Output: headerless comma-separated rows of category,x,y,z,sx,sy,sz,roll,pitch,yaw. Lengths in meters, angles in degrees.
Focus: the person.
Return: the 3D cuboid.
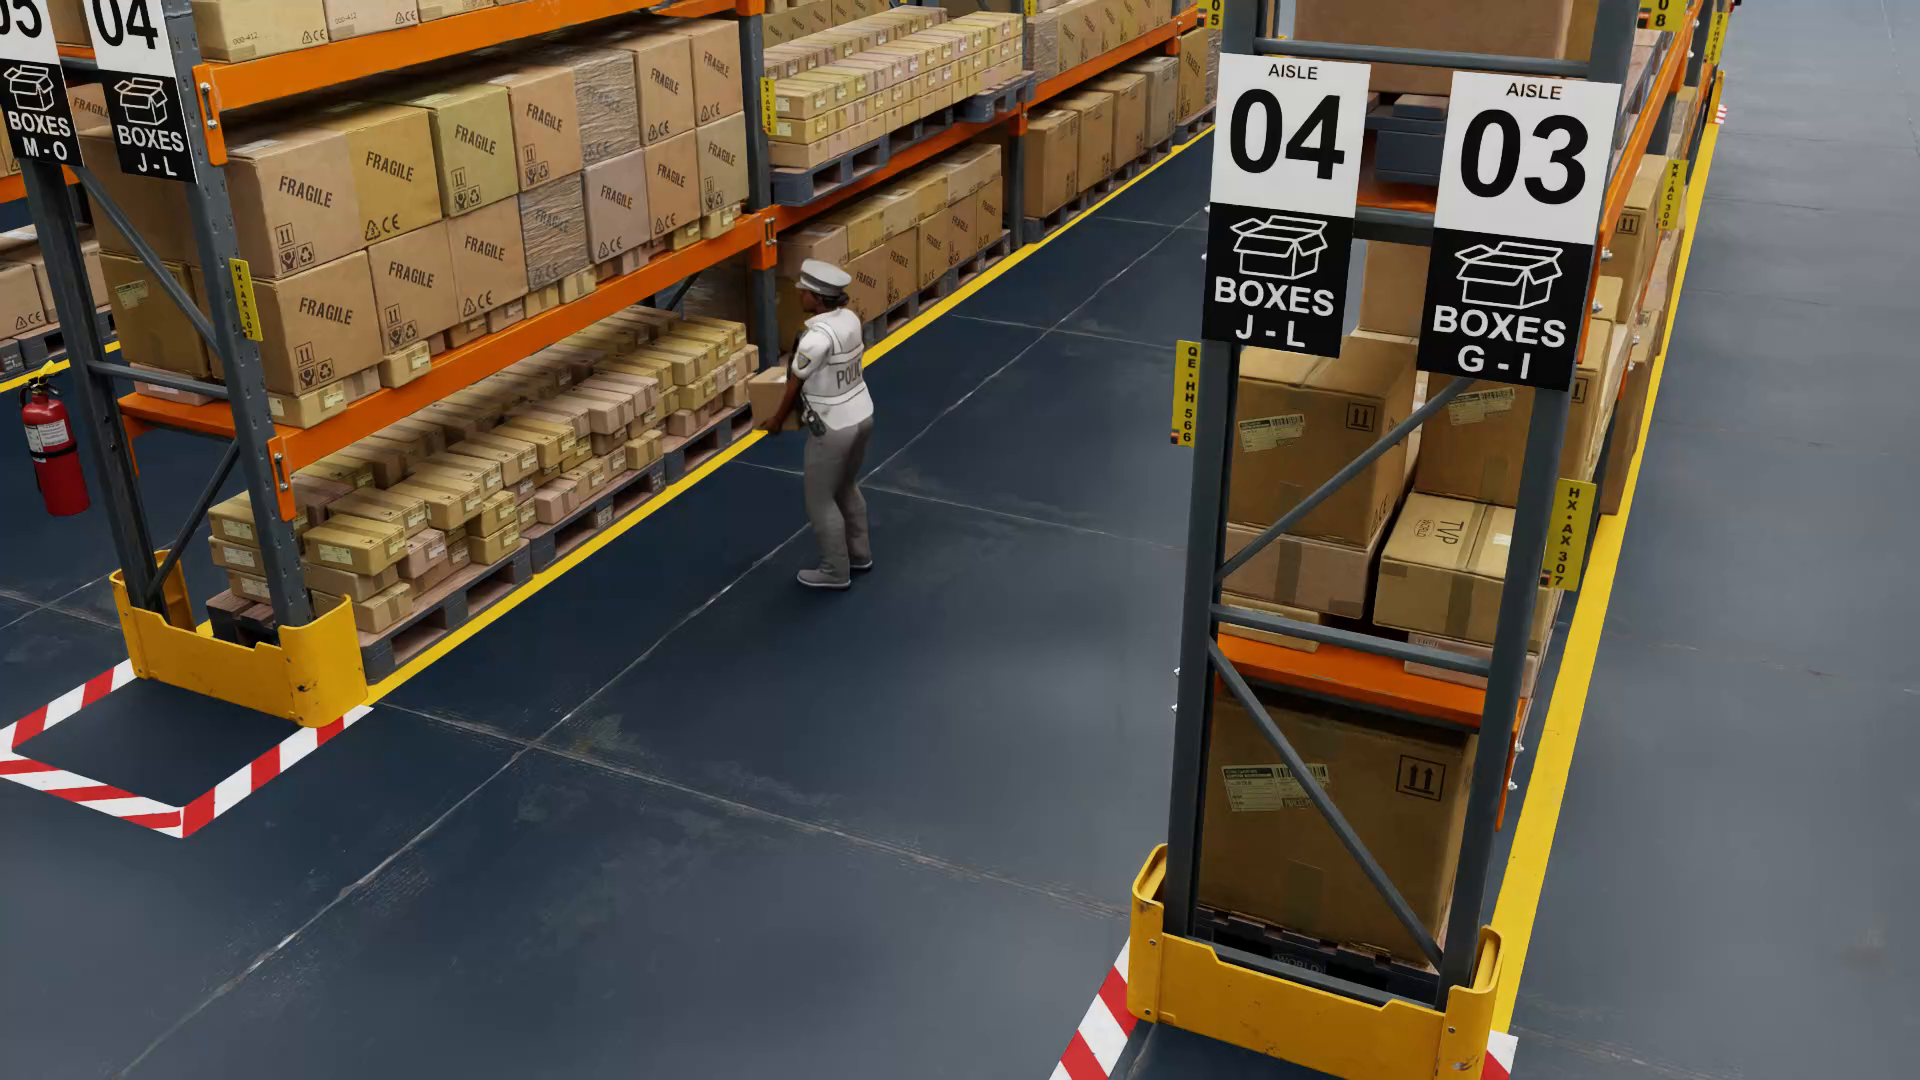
person,-0.703,-0.579,8.273,0.530,1.683,0.416,11,28,21
